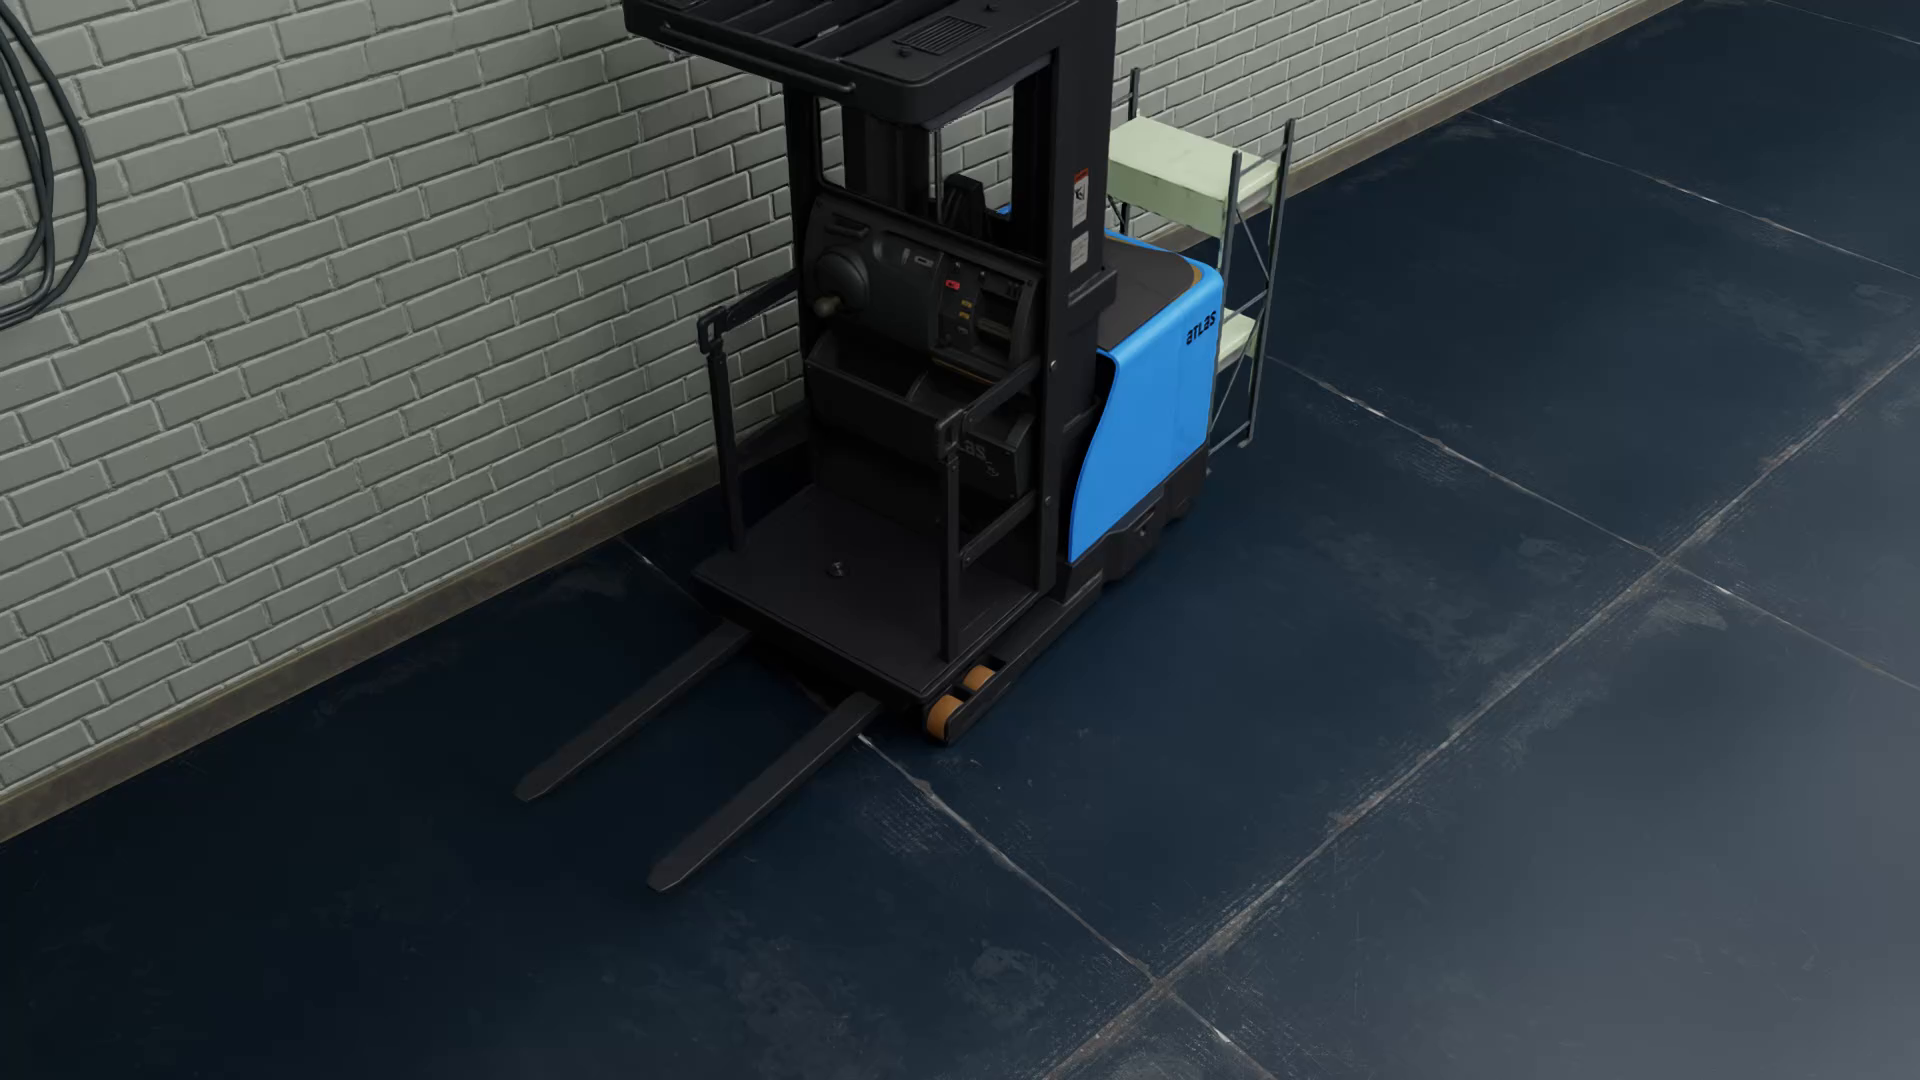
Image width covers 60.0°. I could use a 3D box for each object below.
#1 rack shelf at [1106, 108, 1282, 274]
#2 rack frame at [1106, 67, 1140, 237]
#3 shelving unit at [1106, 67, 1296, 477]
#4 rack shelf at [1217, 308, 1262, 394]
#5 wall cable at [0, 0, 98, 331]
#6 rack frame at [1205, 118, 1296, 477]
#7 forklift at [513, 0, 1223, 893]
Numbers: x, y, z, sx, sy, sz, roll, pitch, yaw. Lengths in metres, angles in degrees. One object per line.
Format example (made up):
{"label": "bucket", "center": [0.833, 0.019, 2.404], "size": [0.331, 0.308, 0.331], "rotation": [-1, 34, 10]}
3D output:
{"label": "rack shelf", "center": [0.867, -1.388, 6.654], "size": [0.720, 0.370, 0.431], "rotation": [29, 47, 31]}
{"label": "rack frame", "center": [0.590, -1.235, 7.086], "size": [0.023, 1.500, 0.400], "rotation": [29, 47, 31]}
{"label": "shelving unit", "center": [0.867, -1.085, 6.899], "size": [0.755, 1.500, 0.431], "rotation": [29, 47, 31]}
{"label": "rack shelf", "center": [0.867, -0.831, 7.104], "size": [0.720, 0.370, 0.431], "rotation": [29, 47, 31]}
{"label": "wall cable", "center": [-3.573, -1.047, 3.355], "size": [3.097, 2.526, 0.112], "rotation": [-30, 48, -32]}
{"label": "rack frame", "center": [1.144, -0.934, 6.713], "size": [0.023, 1.500, 0.400], "rotation": [29, 47, 31]}
{"label": "forklift", "center": [-0.270, -0.778, 5.380], "size": [1.130, 2.935, 3.031], "rotation": [25, 45, 28]}
